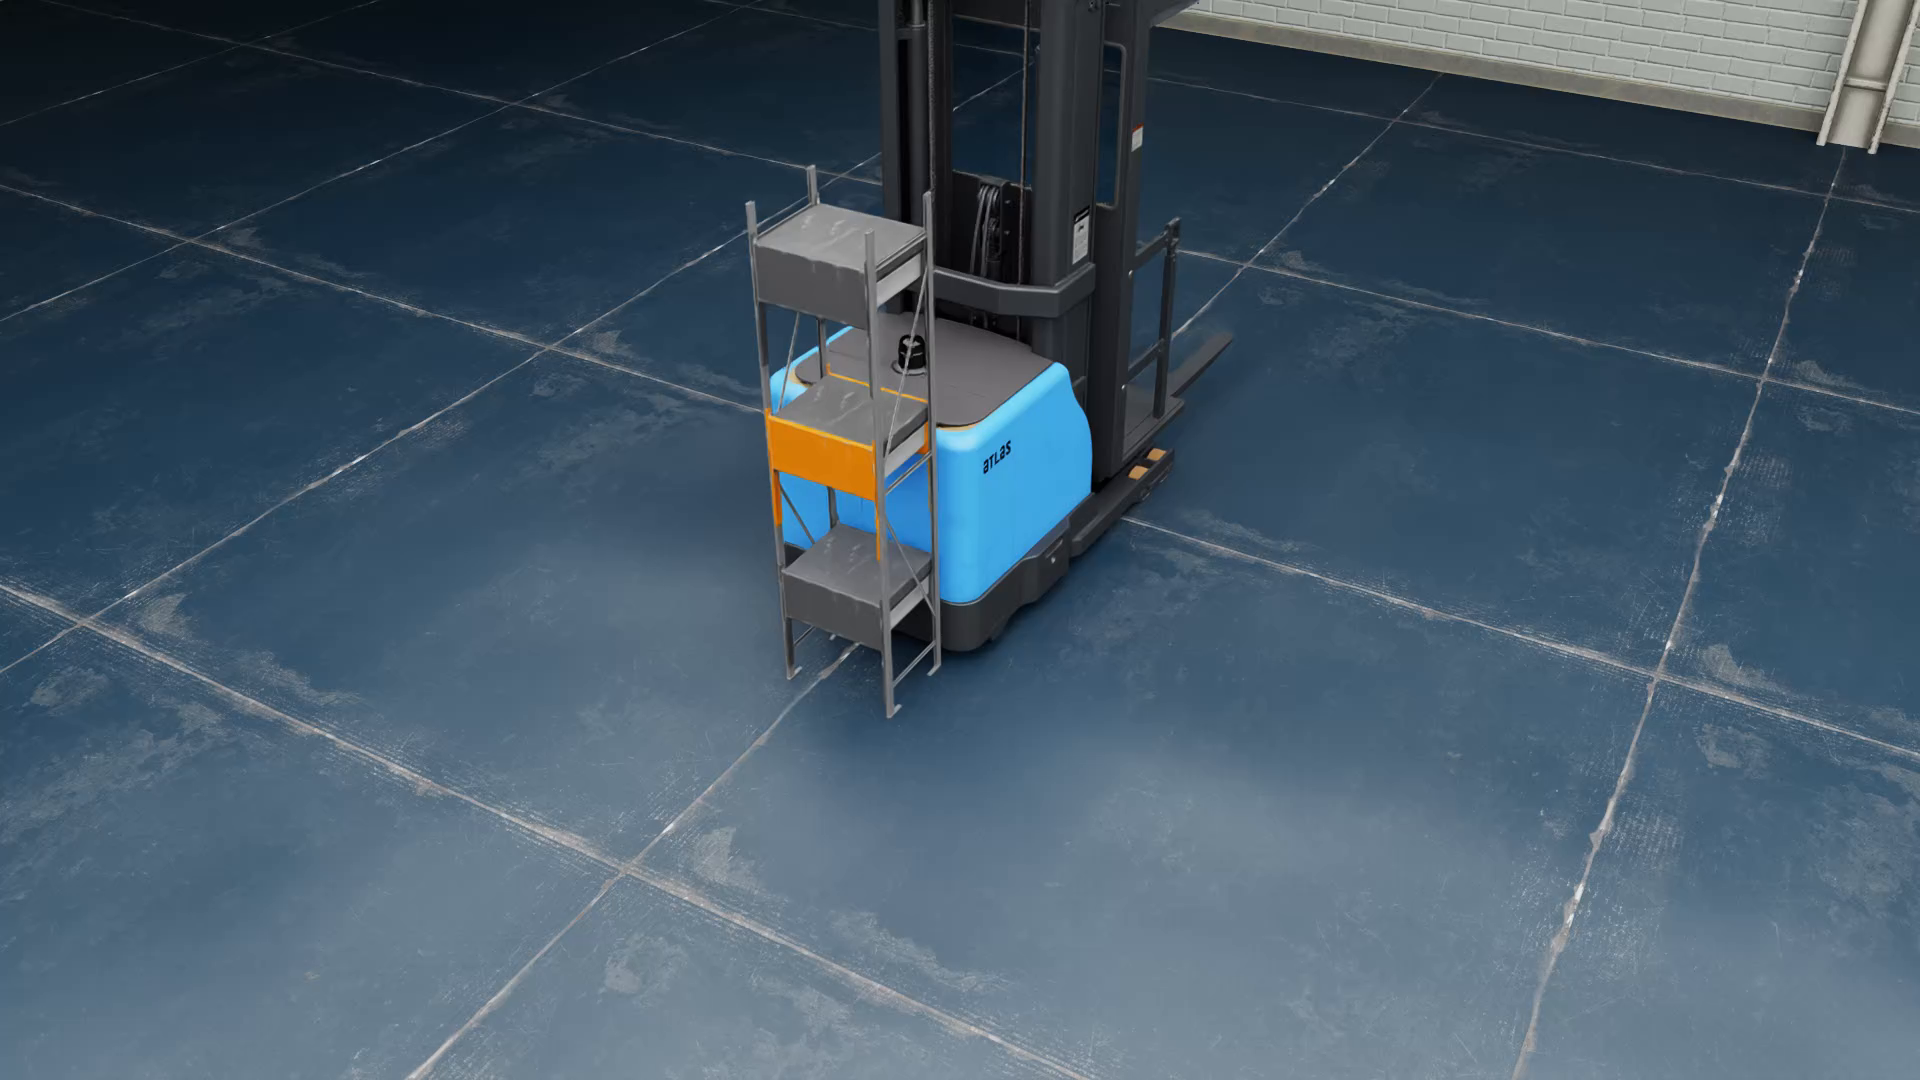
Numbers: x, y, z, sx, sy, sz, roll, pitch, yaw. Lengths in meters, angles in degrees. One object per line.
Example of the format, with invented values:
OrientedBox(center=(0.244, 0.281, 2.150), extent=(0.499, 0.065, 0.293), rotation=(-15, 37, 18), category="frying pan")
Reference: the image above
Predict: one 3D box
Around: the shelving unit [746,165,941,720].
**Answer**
OrientedBox(center=(-0.406, -0.313, 6.318), extent=(0.503, 2.100, 0.431), rotation=(18, 39, 25), category="shelving unit")

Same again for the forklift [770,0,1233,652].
OrientedBox(center=(0.397, -1.538, 7.415), extent=(1.130, 2.935, 3.031), rotation=(19, 38, 26), category="forklift")

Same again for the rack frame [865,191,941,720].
OrientedBox(center=(-0.196, -0.244, 6.215), extent=(0.015, 2.100, 0.400), rotation=(18, 39, 25), category="rack frame")

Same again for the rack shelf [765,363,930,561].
OrientedBox(center=(-0.406, -0.302, 6.326), extent=(0.480, 0.518, 0.431), rotation=(18, 39, 25), category="rack shelf")

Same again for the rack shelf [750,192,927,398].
OrientedBox(center=(-0.413, -0.878, 5.929), extent=(0.480, 0.518, 0.431), rotation=(18, 39, 25), category="rack shelf")

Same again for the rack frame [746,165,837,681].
OrientedBox(center=(-0.616, -0.382, 6.422), extent=(0.015, 2.100, 0.400), rotation=(18, 39, 25), category="rack frame")

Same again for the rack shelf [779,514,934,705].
OrientedBox(center=(-0.399, 0.275, 6.723), extent=(0.480, 0.518, 0.431), rotation=(18, 39, 25), category="rack shelf")

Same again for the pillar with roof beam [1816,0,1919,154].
OrientedBox(center=(4.320, -4.563, 6.484), extent=(0.400, 9.000, 9.100), rotation=(18, 37, 24), category="pillar with roof beam")
